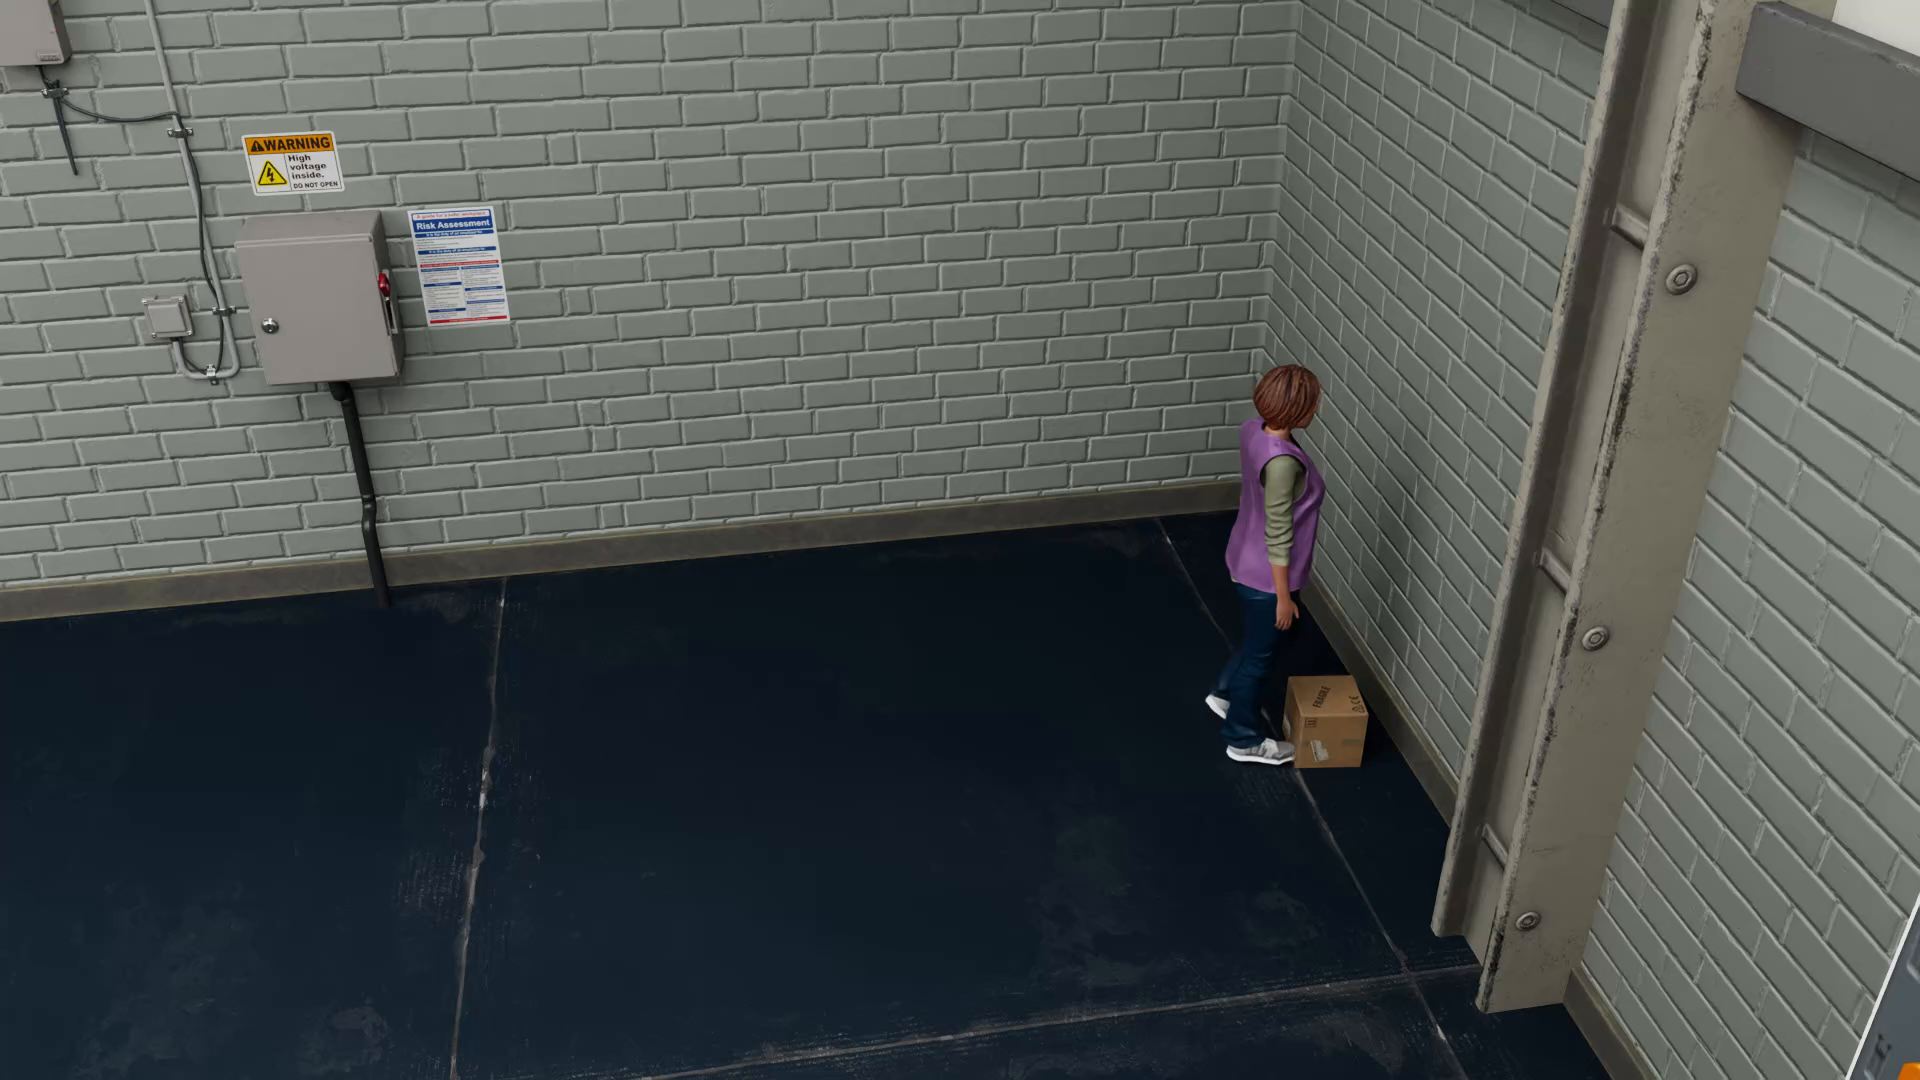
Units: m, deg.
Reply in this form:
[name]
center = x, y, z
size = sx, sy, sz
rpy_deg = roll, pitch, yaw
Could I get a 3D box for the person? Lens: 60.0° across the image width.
[person]
center = 1.115, 0.129, 5.936
size = 0.336, 1.623, 0.448
rpy_deg = -1, 31, -1
